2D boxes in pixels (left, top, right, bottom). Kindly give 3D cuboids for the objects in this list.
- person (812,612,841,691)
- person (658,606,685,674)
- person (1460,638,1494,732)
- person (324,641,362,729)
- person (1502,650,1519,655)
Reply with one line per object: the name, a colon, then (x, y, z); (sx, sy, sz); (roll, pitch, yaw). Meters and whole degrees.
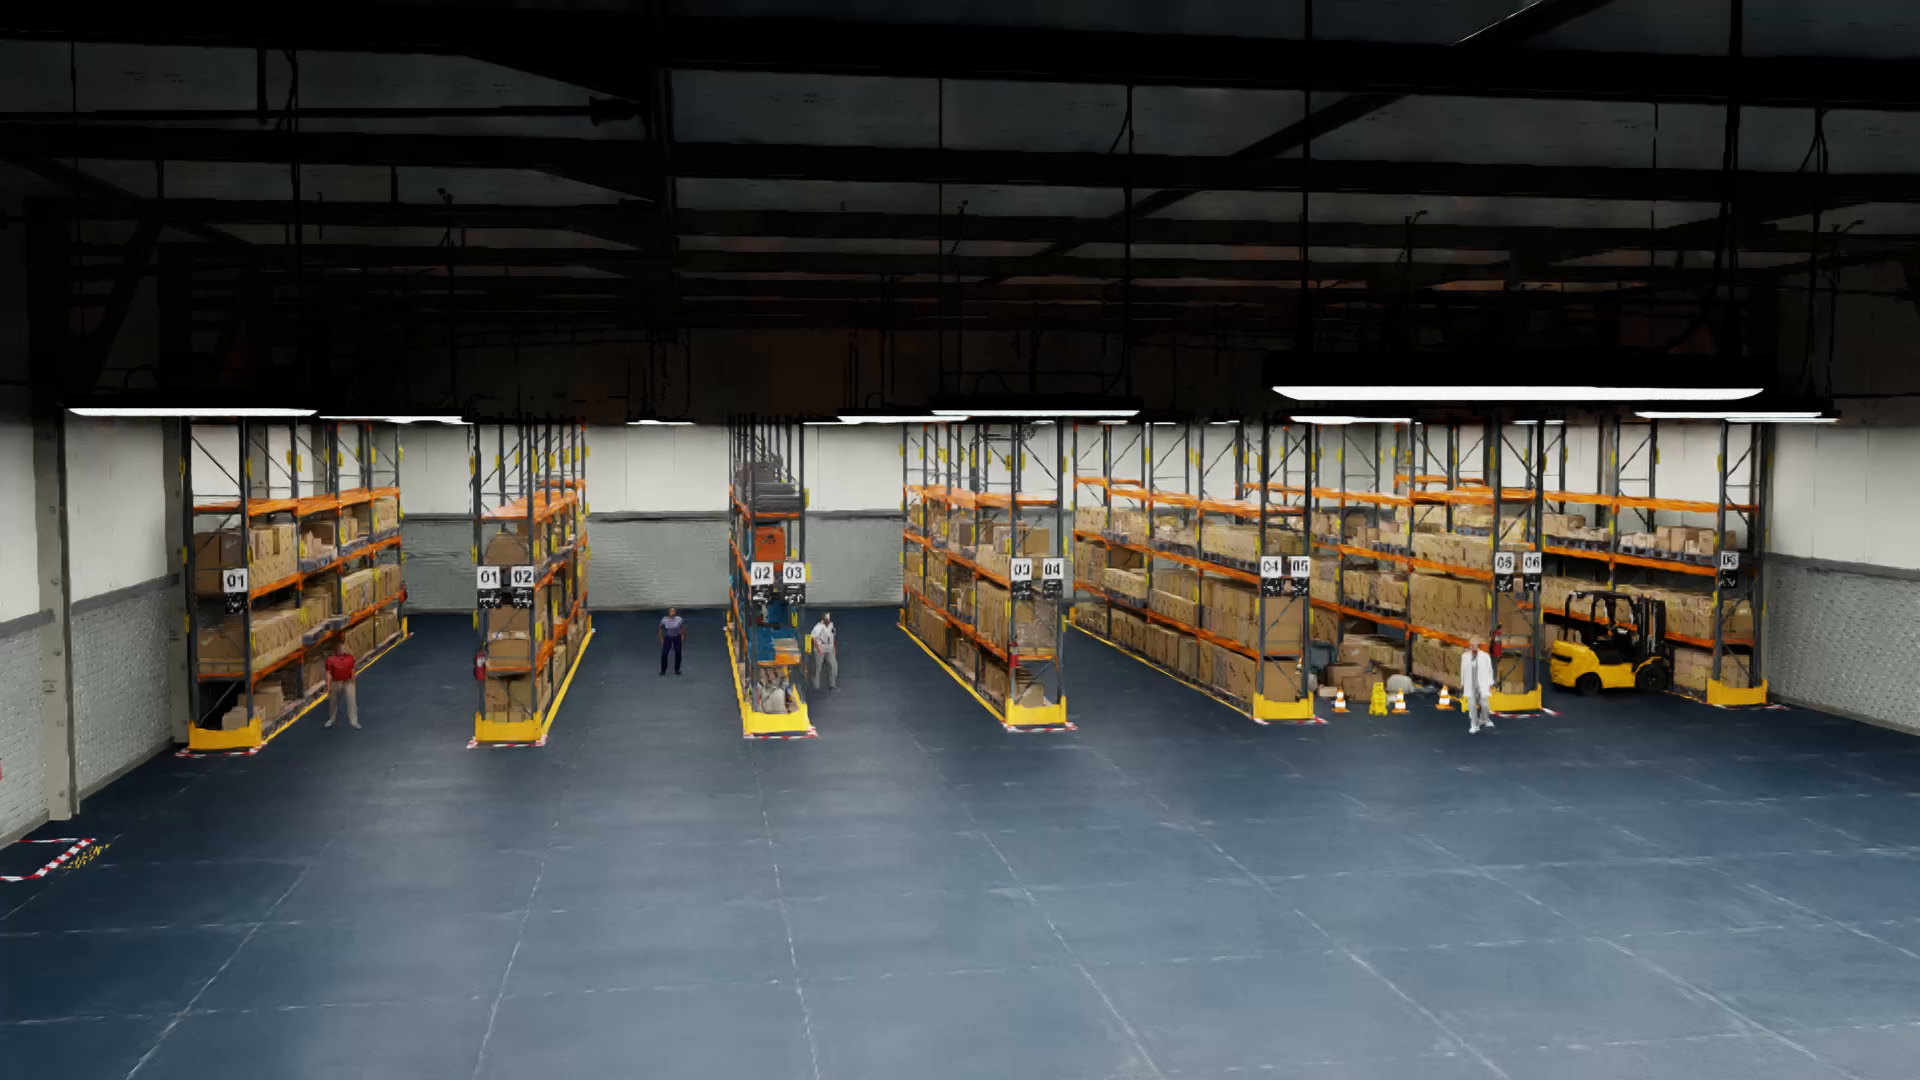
person: (-2.938, 2.397, 36.140); (0.674, 1.726, 0.699); (-2, 4, -30)
person: (-6.672, 2.316, 38.505); (0.625, 1.596, 0.510); (-1, 4, -12)
person: (9.735, 2.715, 31.274); (0.624, 1.768, 0.604); (2, 4, 26)
person: (-11.728, 2.744, 31.529); (0.586, 1.679, 0.973); (-2, 5, -32)
person: (12.304, 2.343, 37.195); (0.409, 1.677, 0.532); (-3, 5, -41)
